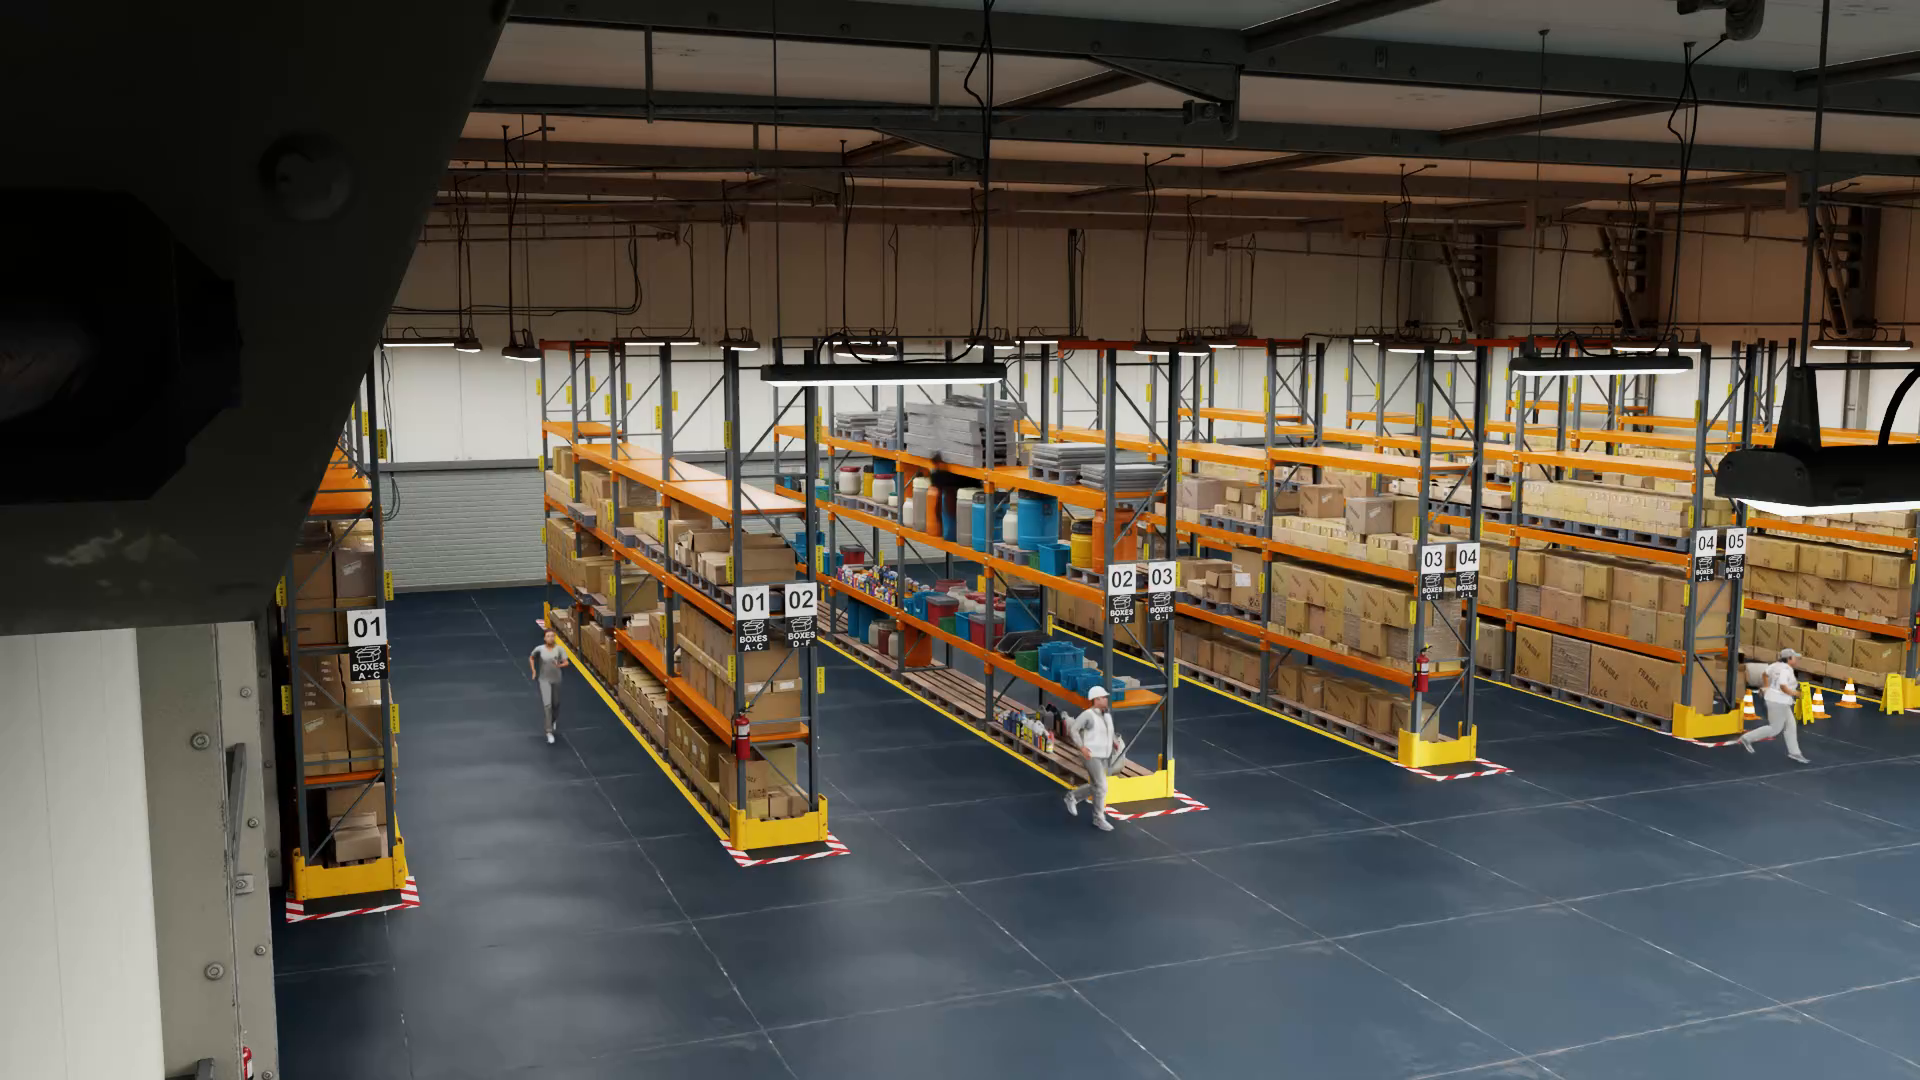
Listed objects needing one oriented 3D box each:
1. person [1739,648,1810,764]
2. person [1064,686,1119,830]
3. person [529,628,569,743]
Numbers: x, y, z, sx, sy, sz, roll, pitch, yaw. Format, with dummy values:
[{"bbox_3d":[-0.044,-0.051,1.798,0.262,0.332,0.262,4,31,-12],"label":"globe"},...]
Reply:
[{"bbox_3d":[11.850,2.390,24.121,0.970,1.669,0.628,2,8,15],"label":"person"},{"bbox_3d":[1.707,2.734,21.146,0.787,1.762,0.683,6,9,37],"label":"person"},{"bbox_3d":[-6.259,2.177,25.412,0.554,1.682,0.907,-3,8,-23],"label":"person"}]
